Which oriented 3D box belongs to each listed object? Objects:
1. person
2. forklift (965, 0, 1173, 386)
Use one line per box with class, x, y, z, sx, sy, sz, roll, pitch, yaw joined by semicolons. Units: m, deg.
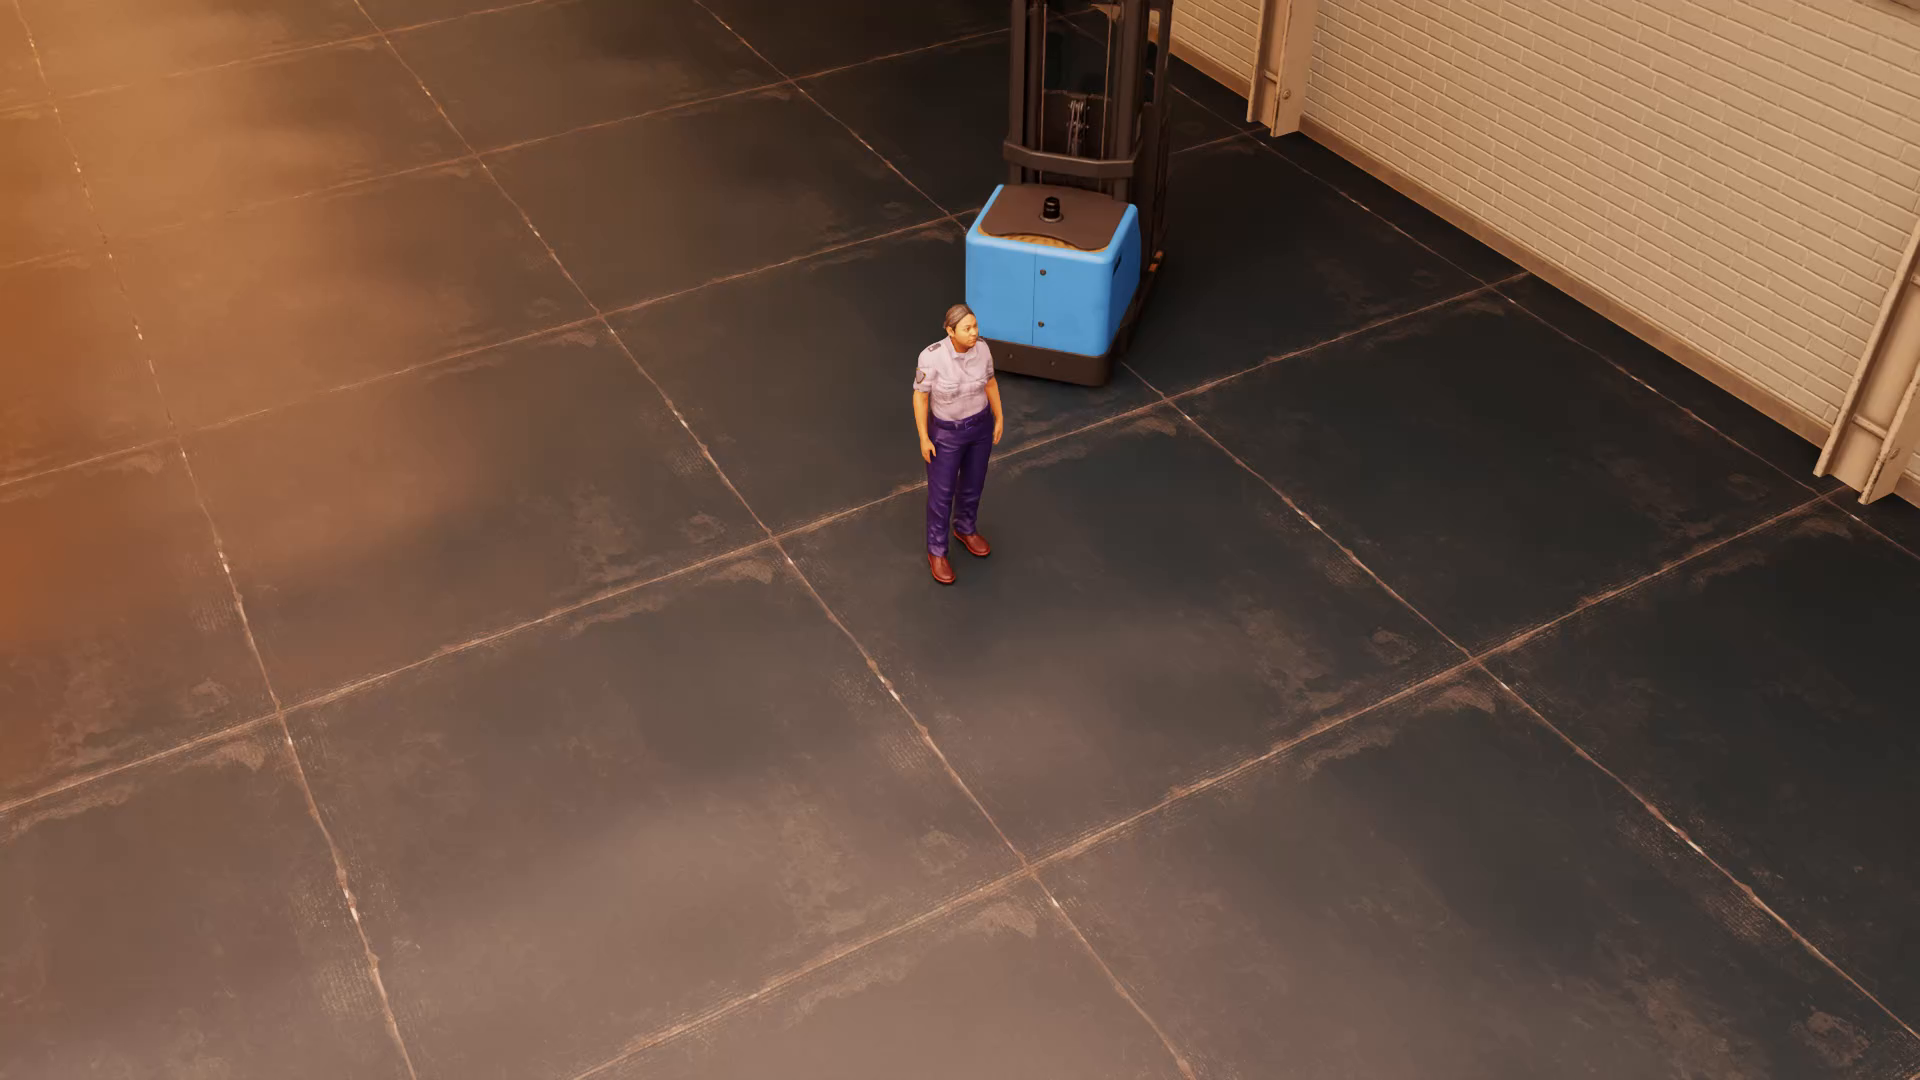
person;0.026;-0.582;9.733;0.598;1.651;0.502;-20;44;-23
forklift;0.957;-3.140;11.822;1.130;2.935;3.031;12;41;14
